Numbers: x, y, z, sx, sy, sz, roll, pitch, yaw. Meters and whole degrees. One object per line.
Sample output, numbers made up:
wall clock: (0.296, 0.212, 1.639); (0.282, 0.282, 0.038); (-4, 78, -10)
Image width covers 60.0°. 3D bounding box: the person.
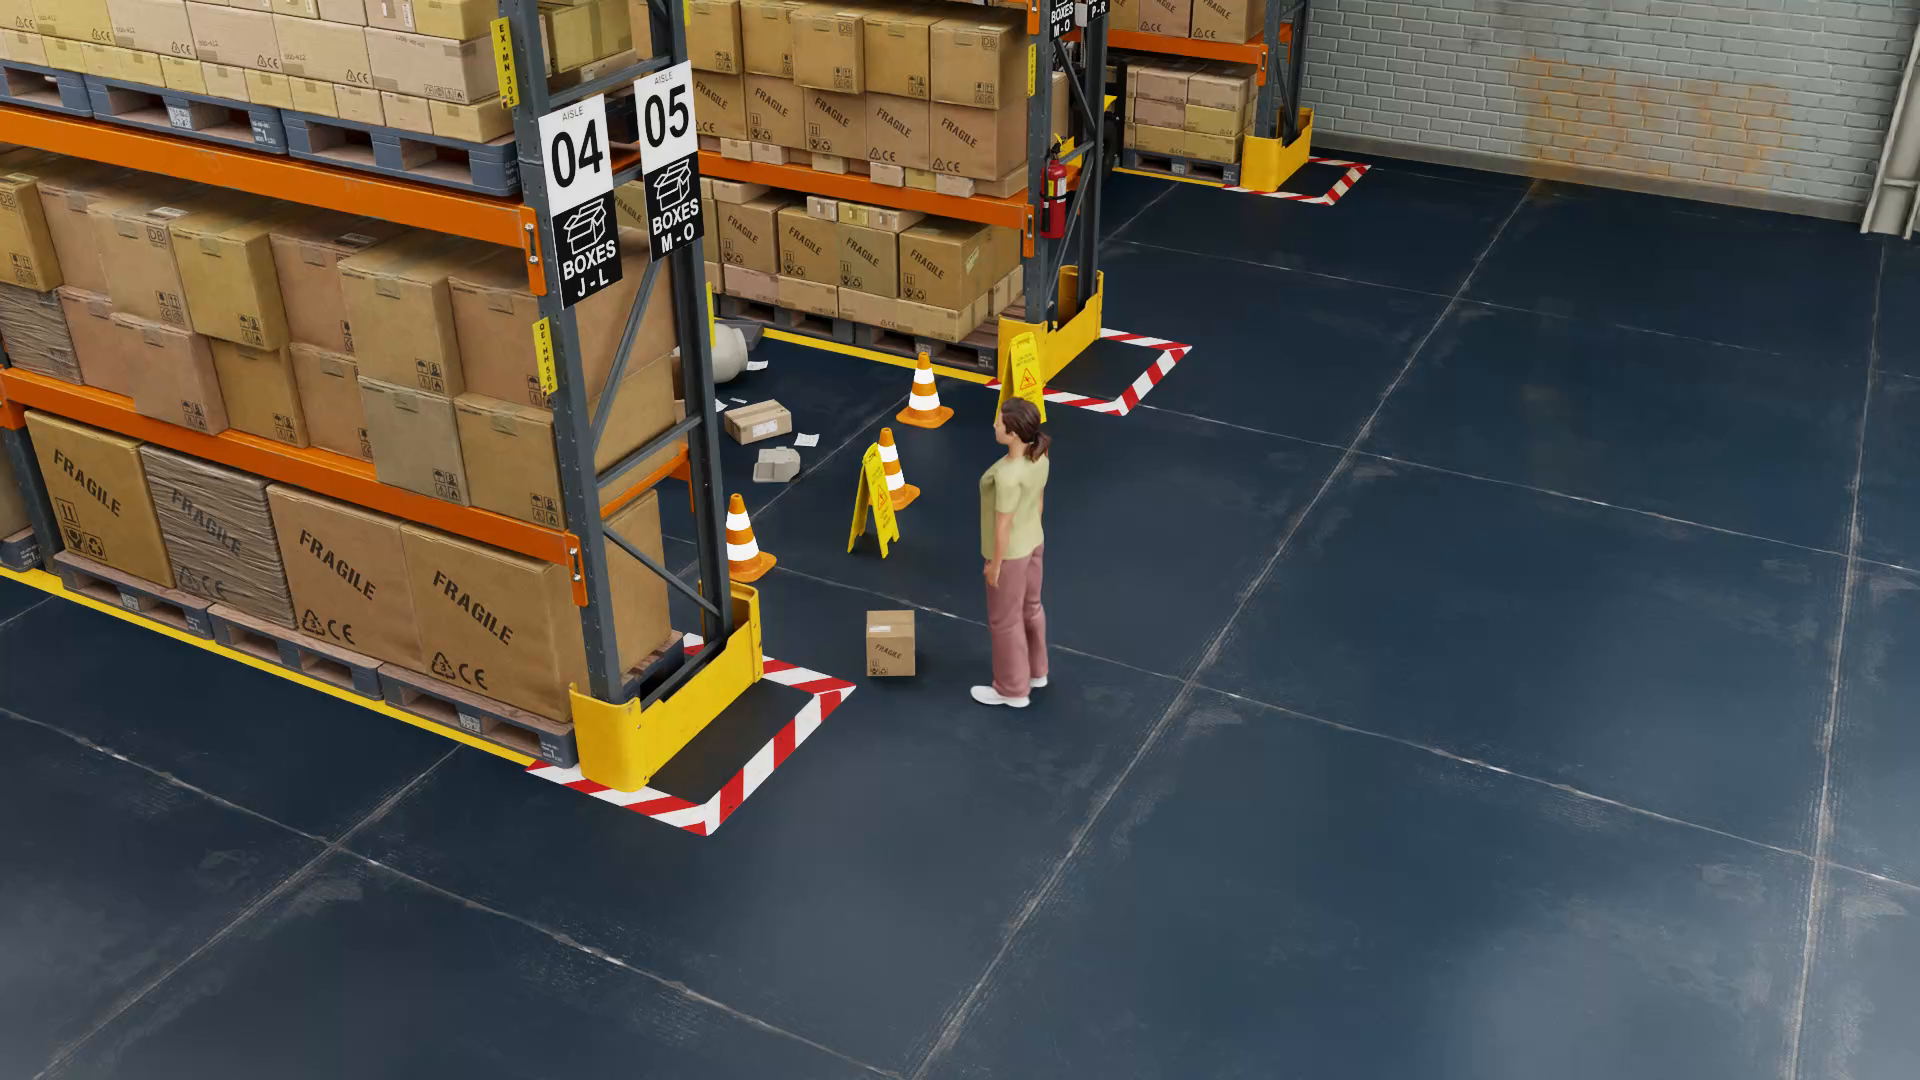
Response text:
person: (0.268, 0.064, 8.184); (0.349, 1.670, 0.438); (16, 34, 25)
